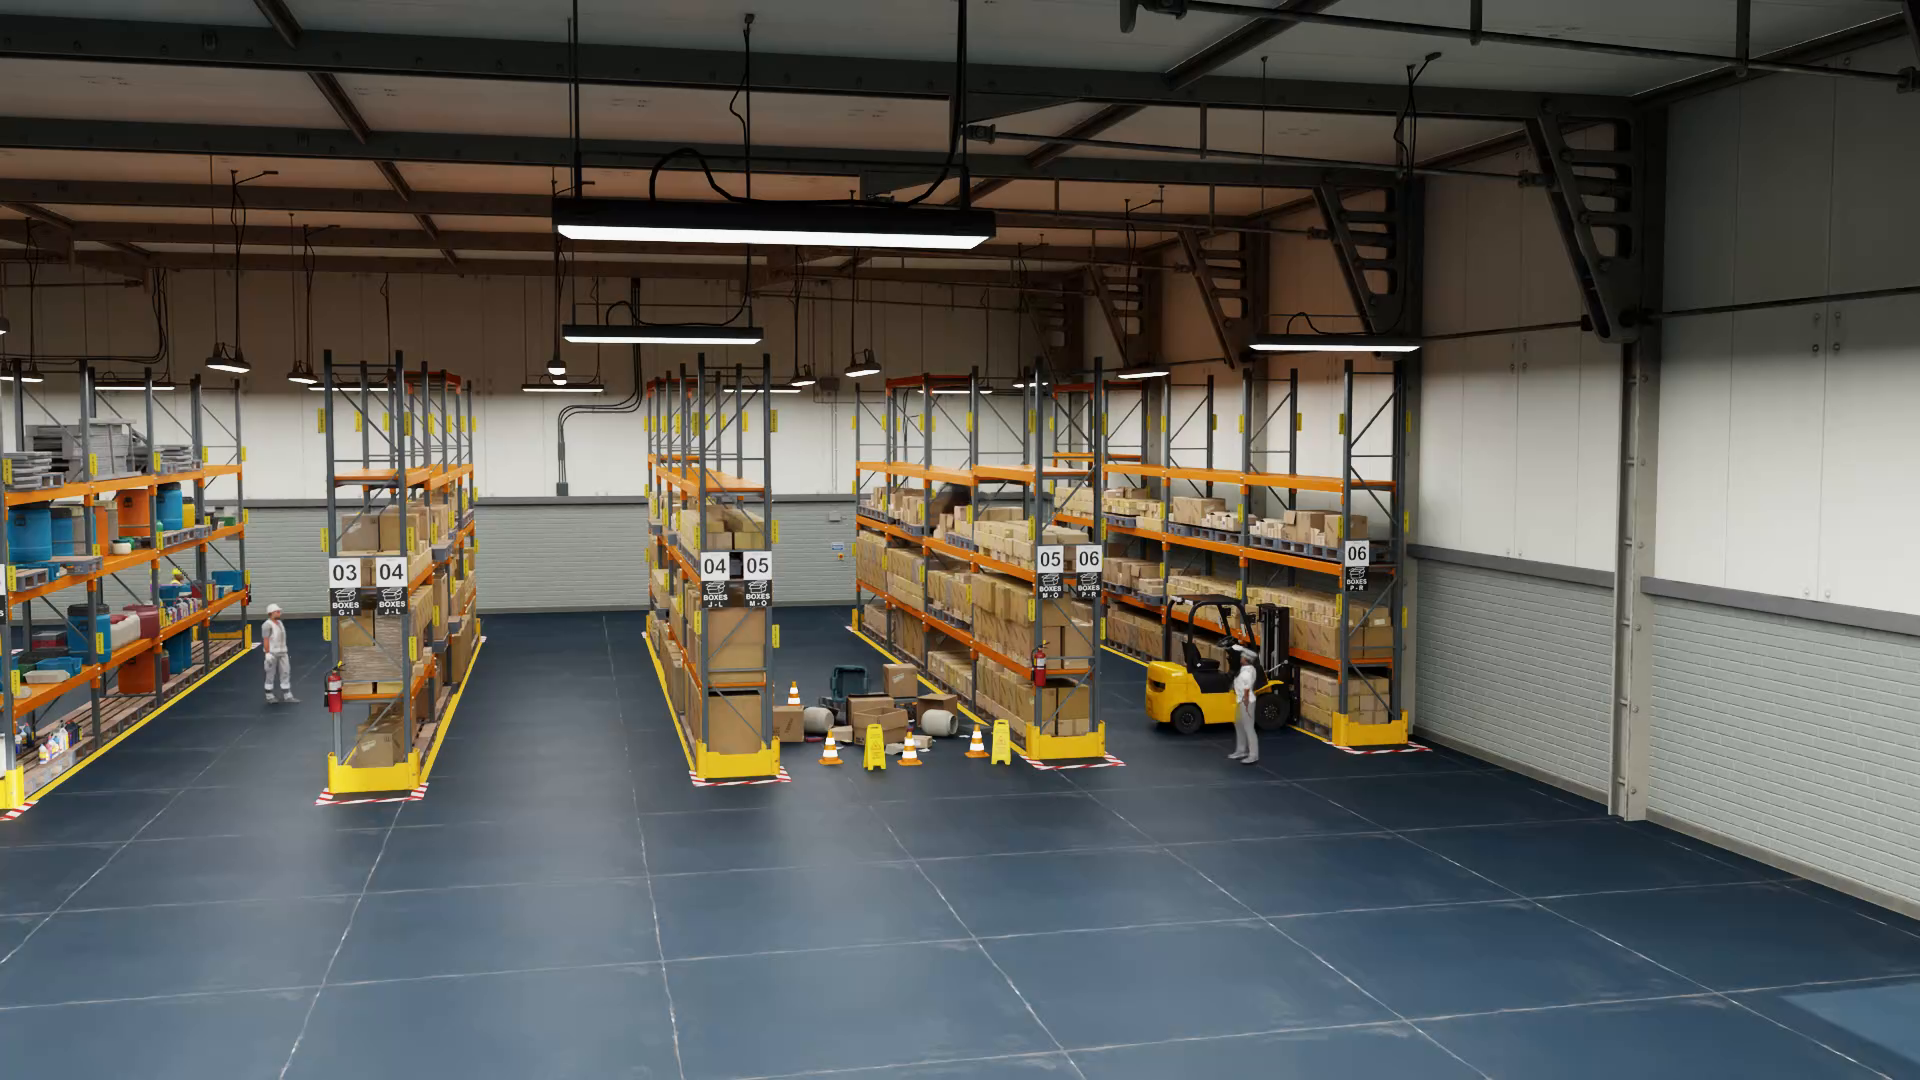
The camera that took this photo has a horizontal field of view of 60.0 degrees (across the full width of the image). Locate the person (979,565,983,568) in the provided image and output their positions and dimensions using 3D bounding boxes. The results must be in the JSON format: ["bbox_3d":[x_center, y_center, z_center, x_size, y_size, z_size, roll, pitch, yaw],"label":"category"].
[{"bbox_3d":[0.411,1.197,42.770,0.758,1.623,0.511,-1,4,-19],"label":"person"}]

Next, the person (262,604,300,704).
[{"bbox_3d":[-12.179,2.042,29.759,0.576,1.794,0.586,2,5,29],"label":"person"}]

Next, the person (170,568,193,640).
[{"bbox_3d":[-17.689,1.483,37.801,1.023,1.705,0.675,-3,5,-36],"label":"person"}]

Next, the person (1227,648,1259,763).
[{"bbox_3d":[4.215,2.438,24.688,0.413,1.704,0.636,0,4,0],"label":"person"}]
